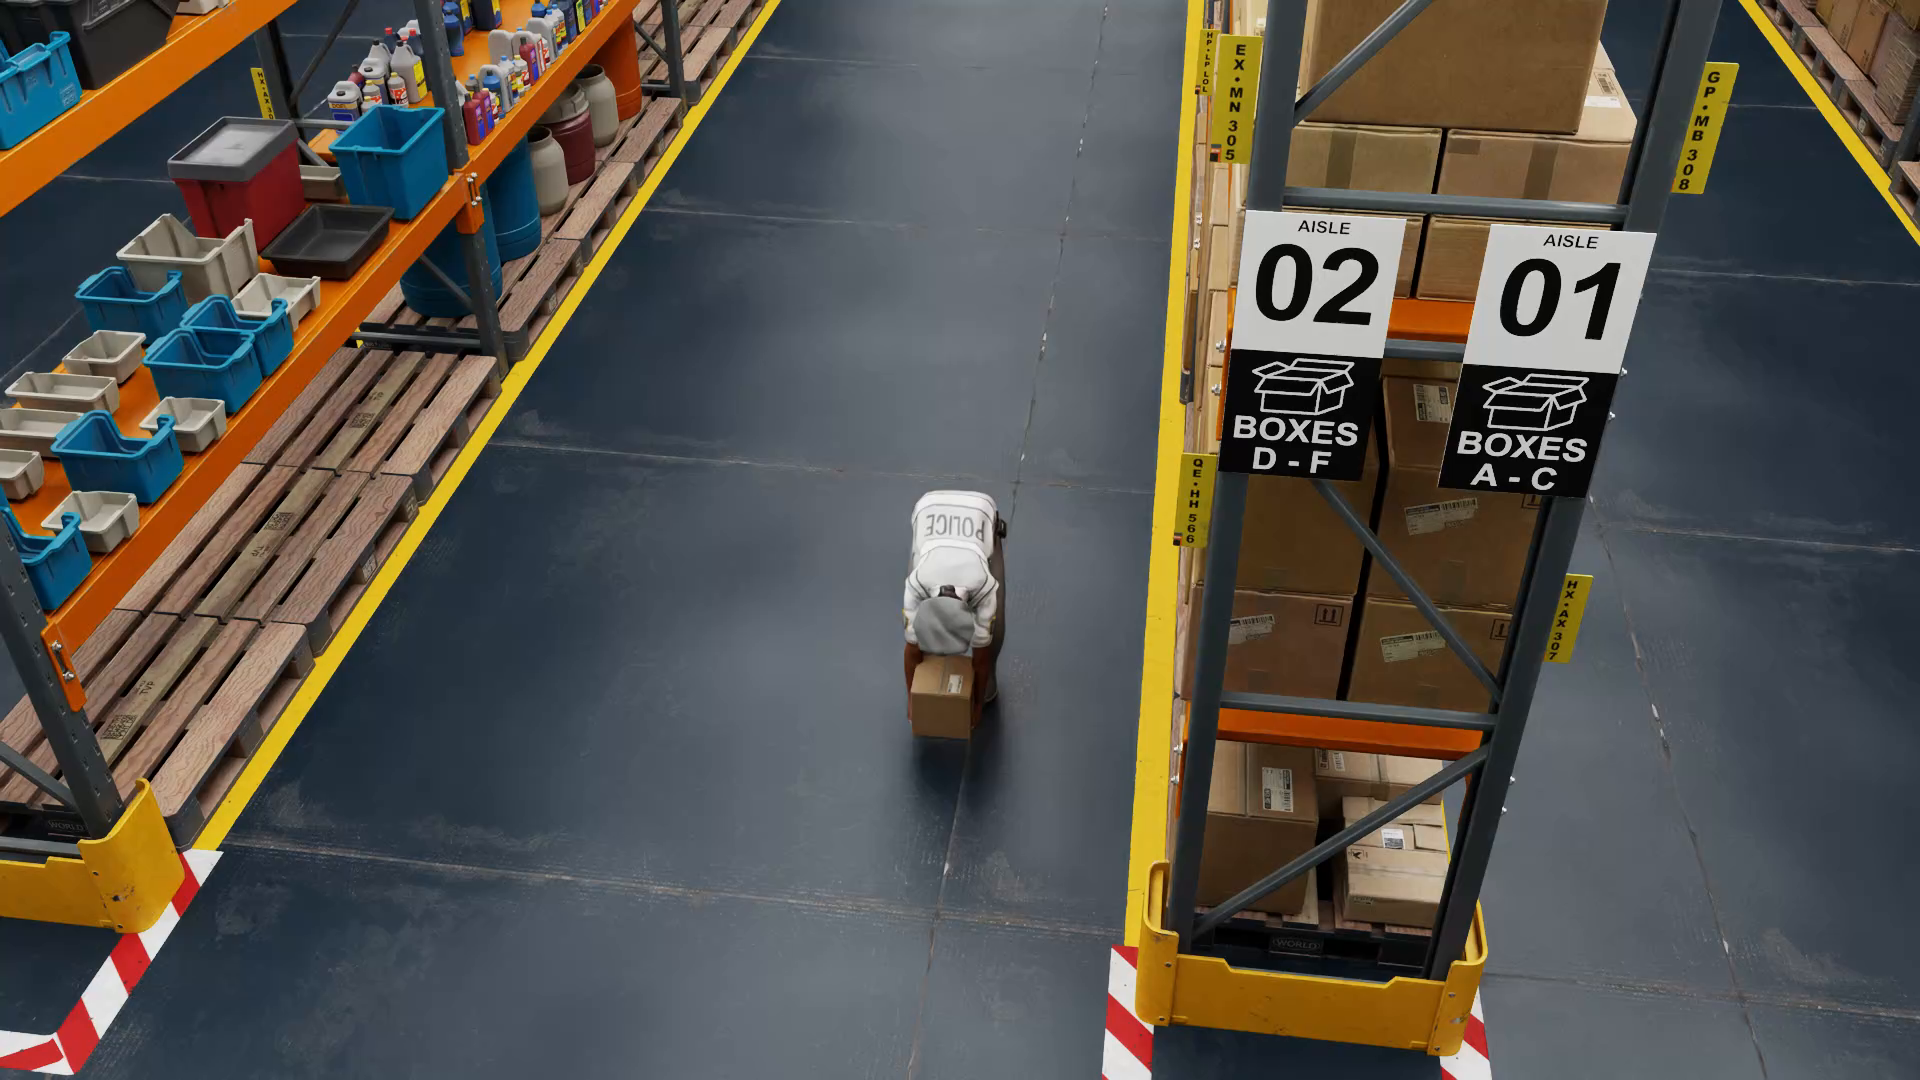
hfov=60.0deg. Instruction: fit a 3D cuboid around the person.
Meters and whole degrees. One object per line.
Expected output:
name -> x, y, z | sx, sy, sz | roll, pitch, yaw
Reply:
person -> -0.034, 0.369, 7.100 | 0.449, 1.000, 0.932 | 3, 36, 4
